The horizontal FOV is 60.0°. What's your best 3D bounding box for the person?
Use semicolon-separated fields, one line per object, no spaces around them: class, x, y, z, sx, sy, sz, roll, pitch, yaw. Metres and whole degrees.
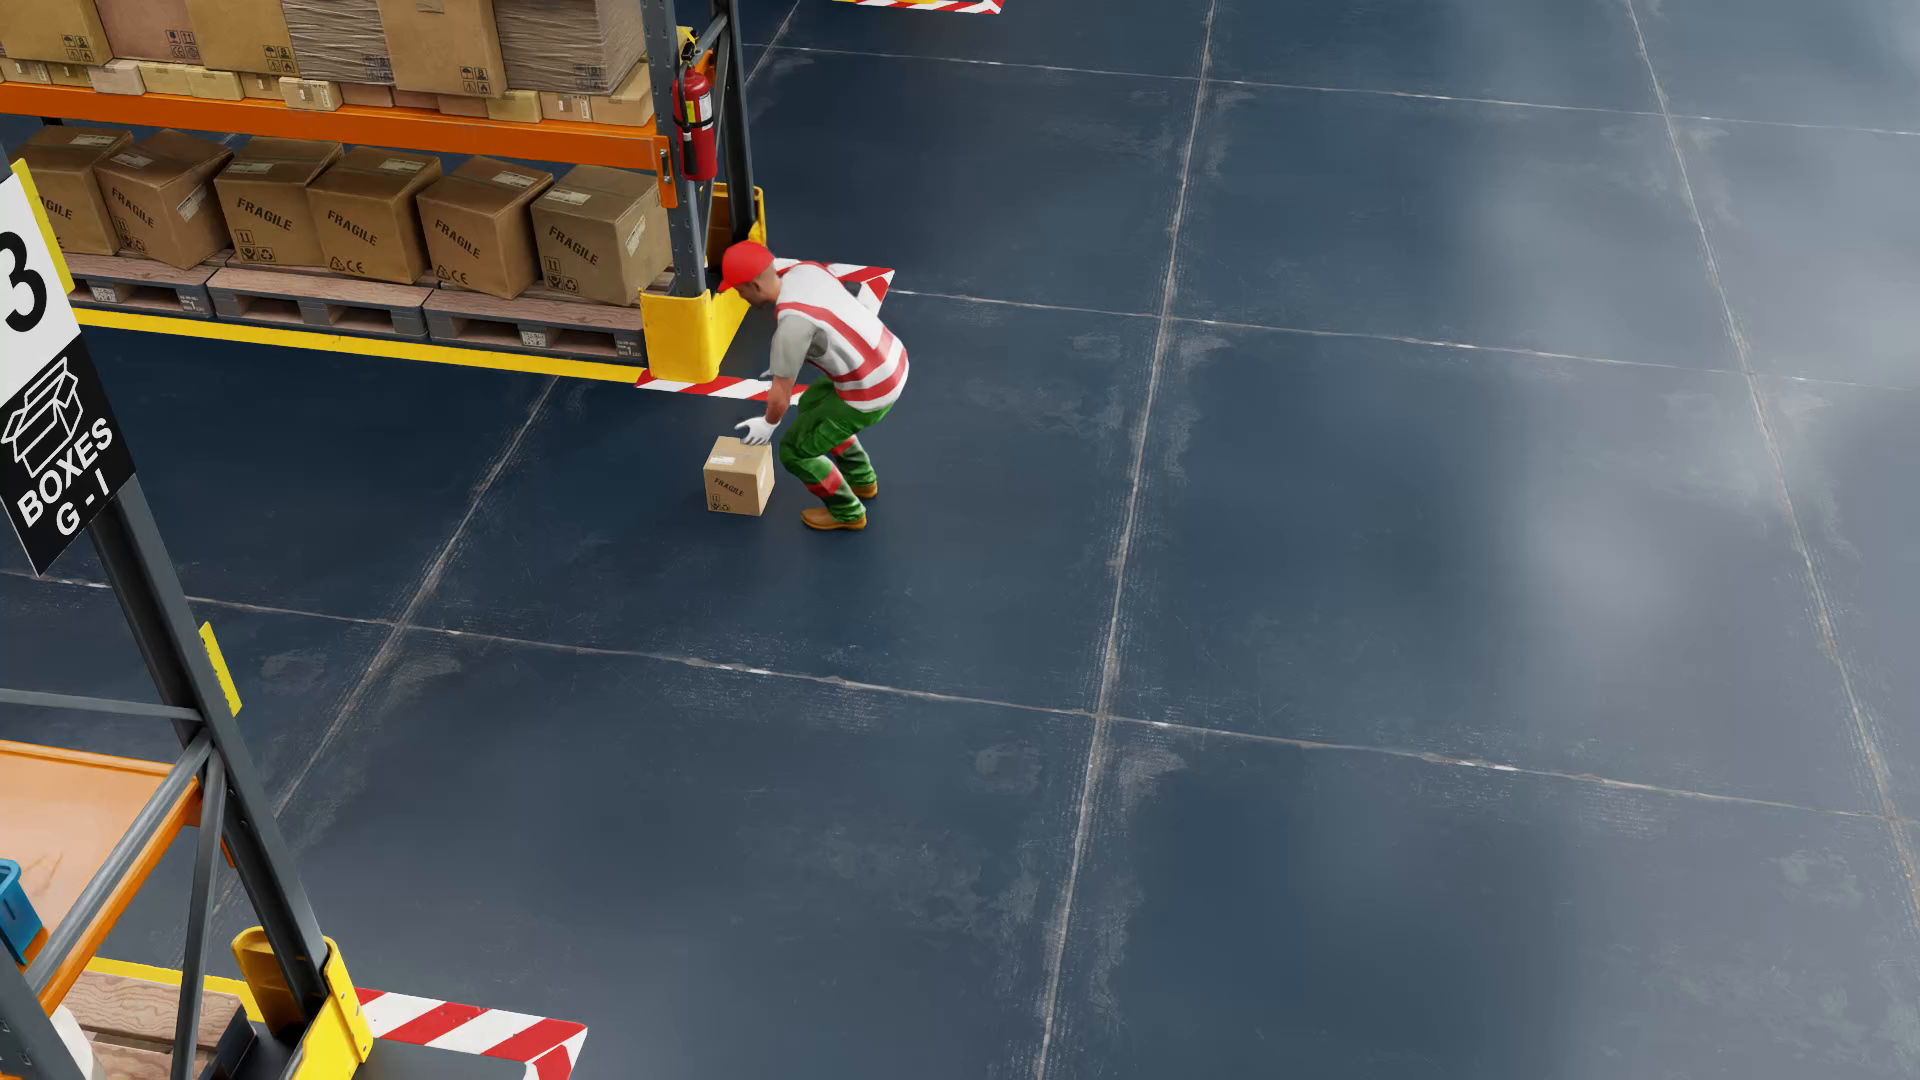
person;-0.623;-0.661;7.238;0.782;1.381;0.584;7;41;8
